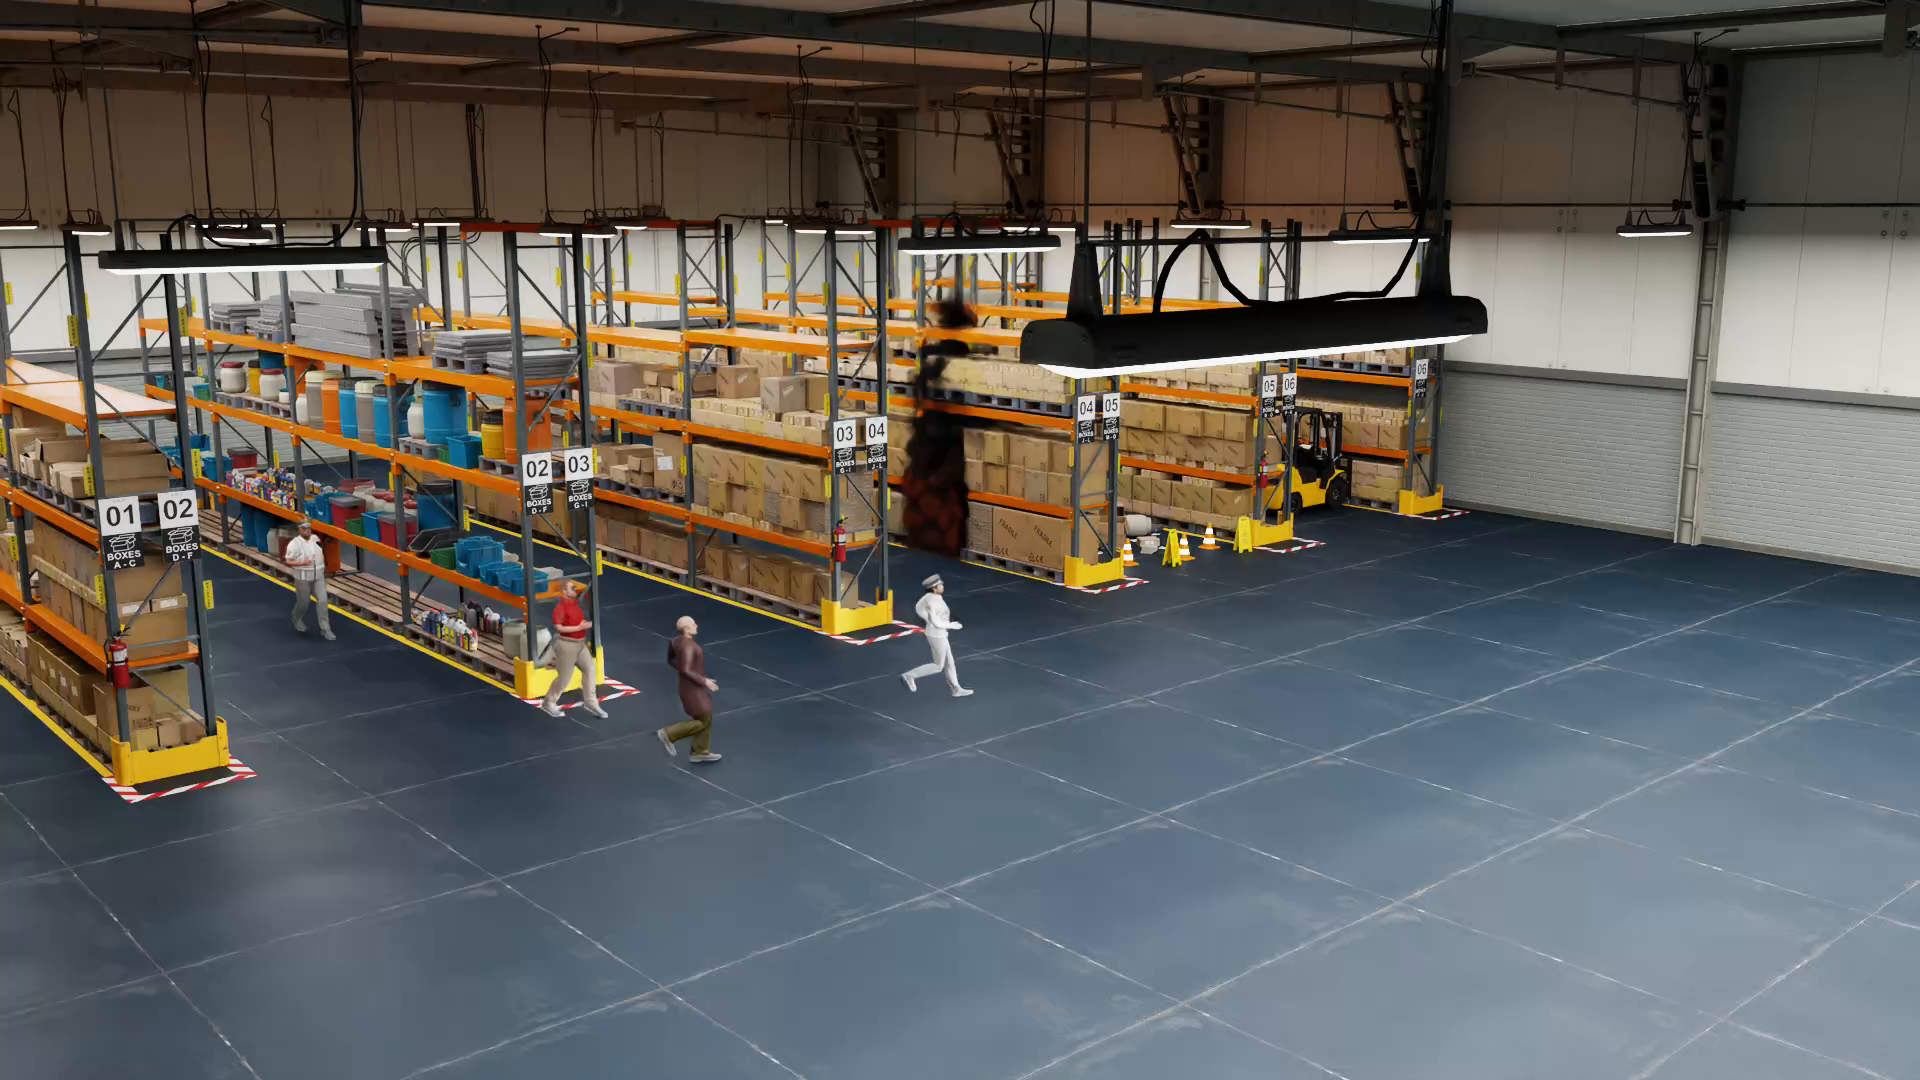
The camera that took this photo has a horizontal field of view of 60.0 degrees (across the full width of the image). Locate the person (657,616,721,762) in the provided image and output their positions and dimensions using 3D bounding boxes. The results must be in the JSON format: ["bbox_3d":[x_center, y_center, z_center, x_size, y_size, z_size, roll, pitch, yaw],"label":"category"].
[{"bbox_3d":[-3.125,1.704,18.995,0.748,1.711,0.711,-5,12,-21],"label":"person"}]

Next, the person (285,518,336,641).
[{"bbox_3d":[-9.607,0.554,24.533,0.967,1.791,0.659,10,15,42],"label":"person"}]

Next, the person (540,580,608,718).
[{"bbox_3d":[-4.831,1.373,20.669,0.803,1.777,0.661,2,12,10],"label":"person"}]

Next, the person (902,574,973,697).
[{"bbox_3d":[-0.293,1.240,21.491,0.949,1.646,0.630,-2,12,-10],"label":"person"}]
